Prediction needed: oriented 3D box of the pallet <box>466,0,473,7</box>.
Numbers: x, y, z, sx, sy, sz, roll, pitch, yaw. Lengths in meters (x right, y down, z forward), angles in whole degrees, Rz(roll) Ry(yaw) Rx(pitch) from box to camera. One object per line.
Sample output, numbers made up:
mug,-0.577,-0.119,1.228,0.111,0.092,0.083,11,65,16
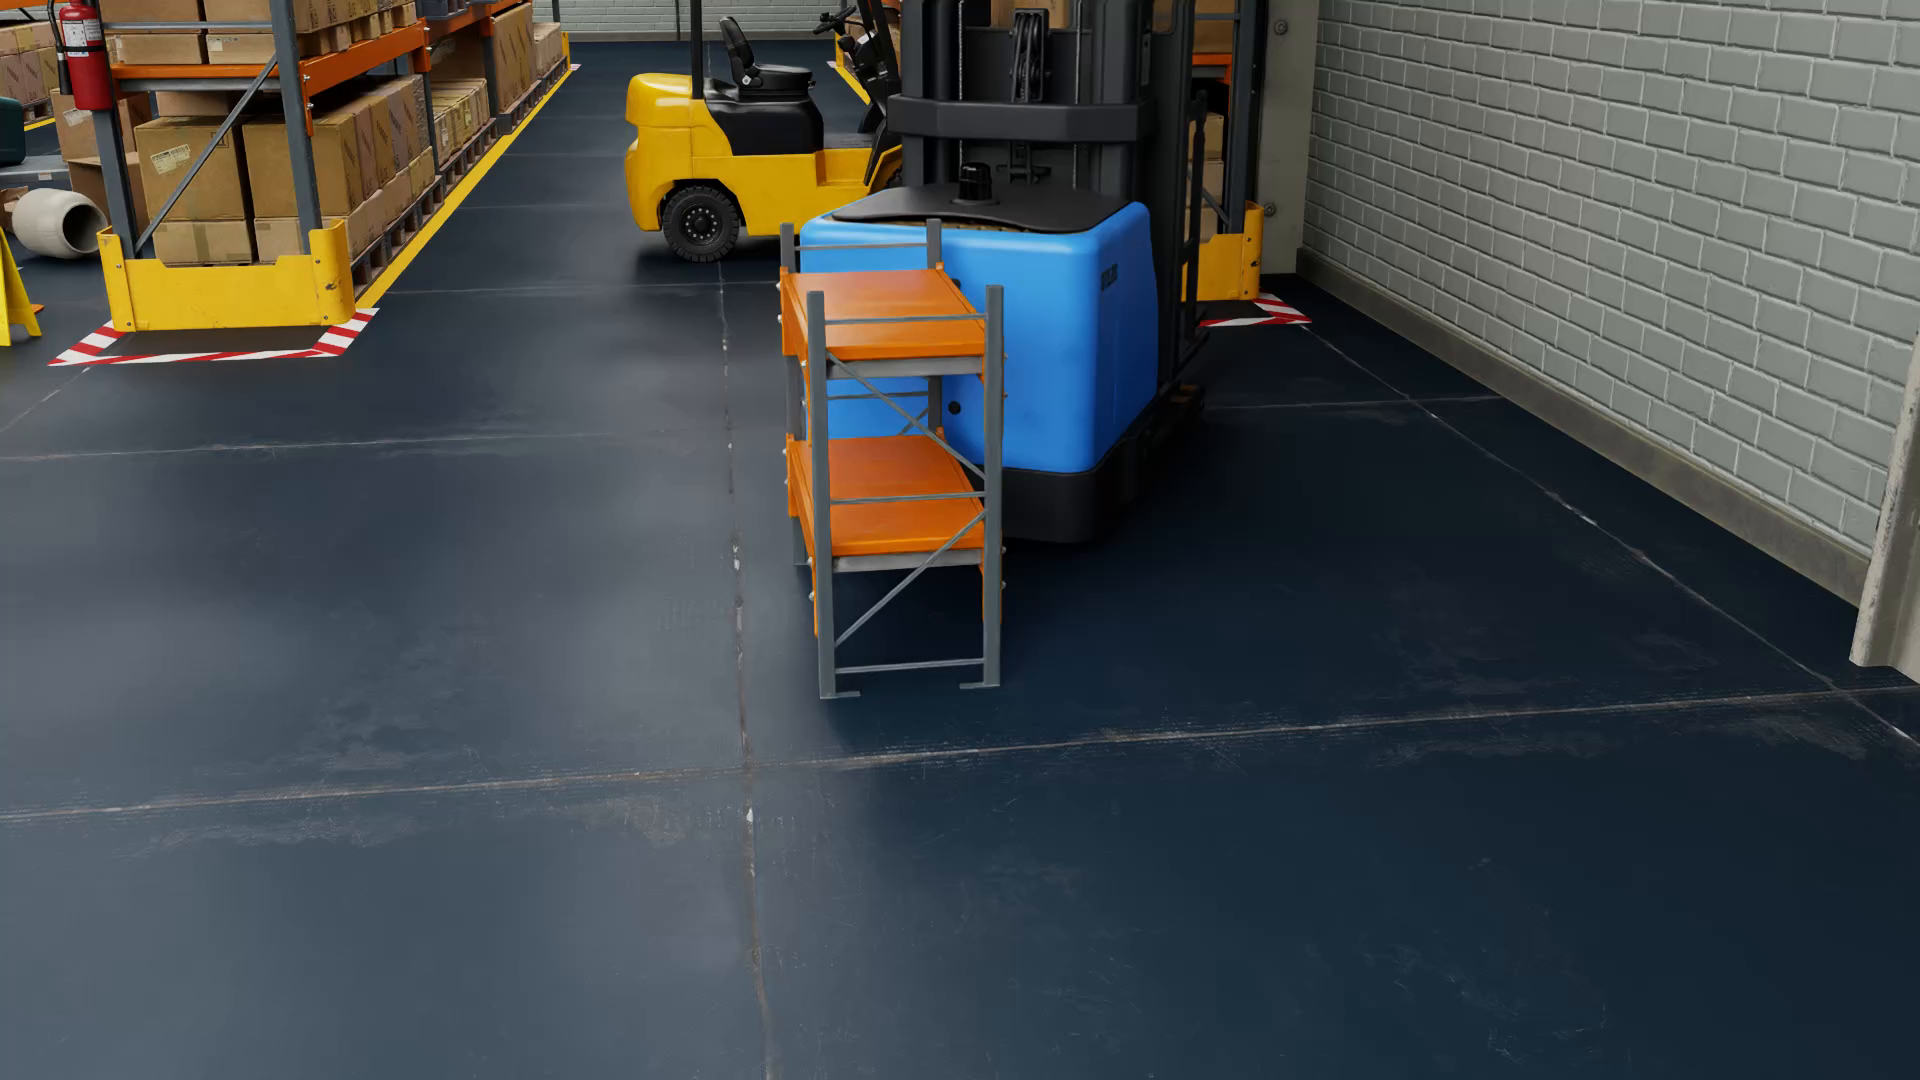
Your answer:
pallet,-4.652,-4.538,13.855,1.003,0.211,1.213,-3,21,-8

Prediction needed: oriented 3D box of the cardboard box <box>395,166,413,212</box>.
cardboard box,-3.894,-2.284,10.874,0.500,0.250,0.500,-3,21,-7

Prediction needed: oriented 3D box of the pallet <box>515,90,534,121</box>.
pallet,-5.189,-4.704,18.008,1.003,0.211,1.213,-3,21,-8

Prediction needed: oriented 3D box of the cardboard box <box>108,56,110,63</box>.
cardboard box,-10.369,-5.720,19.792,0.380,0.149,0.250,-3,21,-8

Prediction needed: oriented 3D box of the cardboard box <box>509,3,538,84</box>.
cardboard box,-5.385,-5.687,19.093,0.875,0.875,0.875,-2,21,-6

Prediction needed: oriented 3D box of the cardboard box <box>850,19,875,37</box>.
cardboard box,-1.140,-6.844,22.727,0.700,0.500,0.500,-2,21,-6

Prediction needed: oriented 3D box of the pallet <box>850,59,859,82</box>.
pallet,-0.920,-6.303,22.290,1.003,0.211,1.213,-3,21,-8

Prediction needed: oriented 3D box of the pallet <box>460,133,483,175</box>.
pallet,-4.694,-3.313,14.285,1.003,0.211,1.213,-3,21,-8

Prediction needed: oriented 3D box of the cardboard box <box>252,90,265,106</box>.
cardboard box,-4.387,-2.672,9.914,0.380,0.149,0.250,-2,21,-5

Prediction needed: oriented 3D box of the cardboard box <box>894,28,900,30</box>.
cardboard box,-0.536,-5.599,18.466,0.380,0.149,0.250,-3,21,-8

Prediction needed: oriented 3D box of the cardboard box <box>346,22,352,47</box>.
cardboard box,-3.738,-2.913,9.587,0.380,0.149,0.250,-2,21,-6

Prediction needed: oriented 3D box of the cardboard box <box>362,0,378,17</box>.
cardboard box,-3.852,-3.437,10.064,0.500,0.500,0.500,-3,21,-9

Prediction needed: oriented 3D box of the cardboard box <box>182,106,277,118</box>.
cardboard box,-4.276,-2.246,9.702,0.500,0.500,0.500,-2,21,-6

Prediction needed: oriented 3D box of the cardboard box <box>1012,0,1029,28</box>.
cardboard box,0.616,-3.355,10.269,0.500,0.500,0.500,-3,21,-9

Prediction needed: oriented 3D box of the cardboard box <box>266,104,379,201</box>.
cardboard box,-3.751,-2.284,9.802,0.500,0.500,0.500,-4,21,-10

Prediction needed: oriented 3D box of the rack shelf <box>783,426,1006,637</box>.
rack shelf,-0.222,-0.054,4.953,0.538,0.278,1.000,-3,21,-9

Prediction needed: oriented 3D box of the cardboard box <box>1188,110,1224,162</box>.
cardboard box,1.205,-2.346,9.612,0.500,0.250,0.500,-3,21,-9

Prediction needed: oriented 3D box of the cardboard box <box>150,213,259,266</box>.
cardboard box,-4.210,-1.725,9.377,0.500,0.250,0.500,-3,21,-8

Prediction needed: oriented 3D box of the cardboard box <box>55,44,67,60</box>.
cardboard box,-10.082,-5.194,18.308,0.500,0.500,0.500,-3,21,-9

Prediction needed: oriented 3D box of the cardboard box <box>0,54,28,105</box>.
cardboard box,-9.865,-4.662,16.883,0.500,0.500,0.500,-3,21,-9

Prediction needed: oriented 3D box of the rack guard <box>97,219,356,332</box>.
rack guard,-3.835,-1.397,8.742,1.175,0.500,0.348,-3,21,-8

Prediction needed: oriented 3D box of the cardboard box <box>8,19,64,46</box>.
cardboard box,-10.080,-5.544,18.173,0.500,0.250,0.500,-3,21,-9

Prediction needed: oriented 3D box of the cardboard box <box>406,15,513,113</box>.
cardboard box,-4.995,-4.756,16.600,0.875,0.875,0.875,-3,21,-8

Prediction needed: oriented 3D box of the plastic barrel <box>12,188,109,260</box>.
plastic barrel,-5.620,-1.974,10.396,0.512,0.421,0.421,12,24,30

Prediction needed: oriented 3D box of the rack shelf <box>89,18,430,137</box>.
rack shelf,-4.113,-2.897,10.214,1.077,0.370,4.000,-3,21,-8

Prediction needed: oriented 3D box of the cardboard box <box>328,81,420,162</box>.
cardboard box,-3.975,-2.819,11.235,0.500,0.500,0.500,-3,21,-7

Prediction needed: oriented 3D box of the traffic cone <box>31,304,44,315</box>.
traffic cone,-5.163,-1.437,8.903,0.336,0.463,0.334,-3,21,-8

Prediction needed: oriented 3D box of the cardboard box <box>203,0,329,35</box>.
cardboard box,-3.618,-2.906,8.641,0.500,0.500,0.500,-3,21,-9

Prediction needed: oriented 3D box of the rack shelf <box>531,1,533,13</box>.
rack shelf,-5.842,-7.052,21.338,1.077,0.370,4.000,-3,21,-8

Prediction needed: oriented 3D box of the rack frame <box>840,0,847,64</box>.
rack frame,-1.219,-8.333,23.740,1.000,3.000,0.127,-3,21,-8

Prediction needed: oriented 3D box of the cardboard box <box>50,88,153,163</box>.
cardboard box,-6.158,-3.010,11.979,0.500,0.500,0.500,-3,21,-8

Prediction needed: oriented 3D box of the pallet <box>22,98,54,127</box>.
pallet,-10.145,-4.413,17.229,1.003,0.211,1.213,-3,21,-8

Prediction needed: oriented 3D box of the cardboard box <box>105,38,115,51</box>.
cardboard box,-10.409,-5.954,19.995,0.380,0.149,0.250,-3,21,-9

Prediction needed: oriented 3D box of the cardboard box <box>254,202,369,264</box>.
cardboard box,-3.667,-1.744,9.427,0.500,0.250,0.500,-3,21,-8

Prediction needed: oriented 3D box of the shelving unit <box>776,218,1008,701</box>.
shelving unit,-0.222,-0.283,4.867,0.538,1.125,1.048,-3,21,-9

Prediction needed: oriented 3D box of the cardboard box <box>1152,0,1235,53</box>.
cardboard box,1.291,-3.026,9.387,0.500,0.500,0.500,-2,21,-6

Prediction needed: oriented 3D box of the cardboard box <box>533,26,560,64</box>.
cardboard box,-5.796,-6.538,21.996,0.875,0.438,0.875,-2,21,-6

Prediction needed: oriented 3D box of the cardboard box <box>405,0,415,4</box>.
cardboard box,-4.091,-3.972,11.495,0.500,0.500,0.500,-3,21,-9

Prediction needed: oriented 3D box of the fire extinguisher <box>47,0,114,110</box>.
fire extinguisher,-4.264,-2.443,8.080,0.296,0.674,0.183,-3,21,-8

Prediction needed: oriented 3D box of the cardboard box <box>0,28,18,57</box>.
cardboard box,-9.853,-5.003,16.724,0.500,0.250,0.500,-3,21,-7

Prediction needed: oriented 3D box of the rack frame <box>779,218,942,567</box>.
rack frame,-0.306,-0.459,5.337,0.500,1.125,0.032,-3,21,-9

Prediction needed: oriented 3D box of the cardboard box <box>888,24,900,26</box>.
cardboard box,-0.637,-5.866,19.179,0.380,0.149,0.250,-3,21,-9

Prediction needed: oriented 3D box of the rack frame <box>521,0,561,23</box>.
rack frame,-6.131,-8.081,23.067,1.000,3.000,0.127,-3,21,-8

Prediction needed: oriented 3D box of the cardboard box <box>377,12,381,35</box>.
cardboard box,-3.896,-3.271,10.547,0.380,0.149,0.250,-3,21,-9

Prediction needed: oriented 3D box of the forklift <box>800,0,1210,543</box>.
forklift,0.406,-1.844,6.464,1.130,2.935,3.031,7,21,17

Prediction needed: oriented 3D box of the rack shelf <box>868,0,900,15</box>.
rack shelf,-0.354,-5.919,18.304,1.077,0.370,4.000,-3,21,-8

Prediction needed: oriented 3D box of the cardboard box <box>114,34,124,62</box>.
cardboard box,-4.236,-2.625,8.816,0.380,0.149,0.250,-3,21,-8

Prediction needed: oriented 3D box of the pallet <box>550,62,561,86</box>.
pallet,-5.765,-6.081,21.695,1.003,0.211,1.213,-3,21,-8

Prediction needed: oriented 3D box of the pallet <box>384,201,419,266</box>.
pallet,-4.090,-1.966,10.679,1.003,0.211,1.213,-3,21,-8

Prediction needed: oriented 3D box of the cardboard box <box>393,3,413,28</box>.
cardboard box,-4.010,-3.627,11.499,0.380,0.149,0.250,-2,21,-7

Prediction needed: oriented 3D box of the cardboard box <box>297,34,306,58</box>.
cardboard box,-3.719,-2.639,8.853,0.380,0.149,0.250,-3,21,-7

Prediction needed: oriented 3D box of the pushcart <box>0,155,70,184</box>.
pushcart,-6.650,-2.566,12.047,1.648,0.377,0.936,-11,23,-26

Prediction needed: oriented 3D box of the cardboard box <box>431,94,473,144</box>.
cardboard box,-4.688,-3.563,14.125,0.950,0.372,0.625,-2,21,-6
